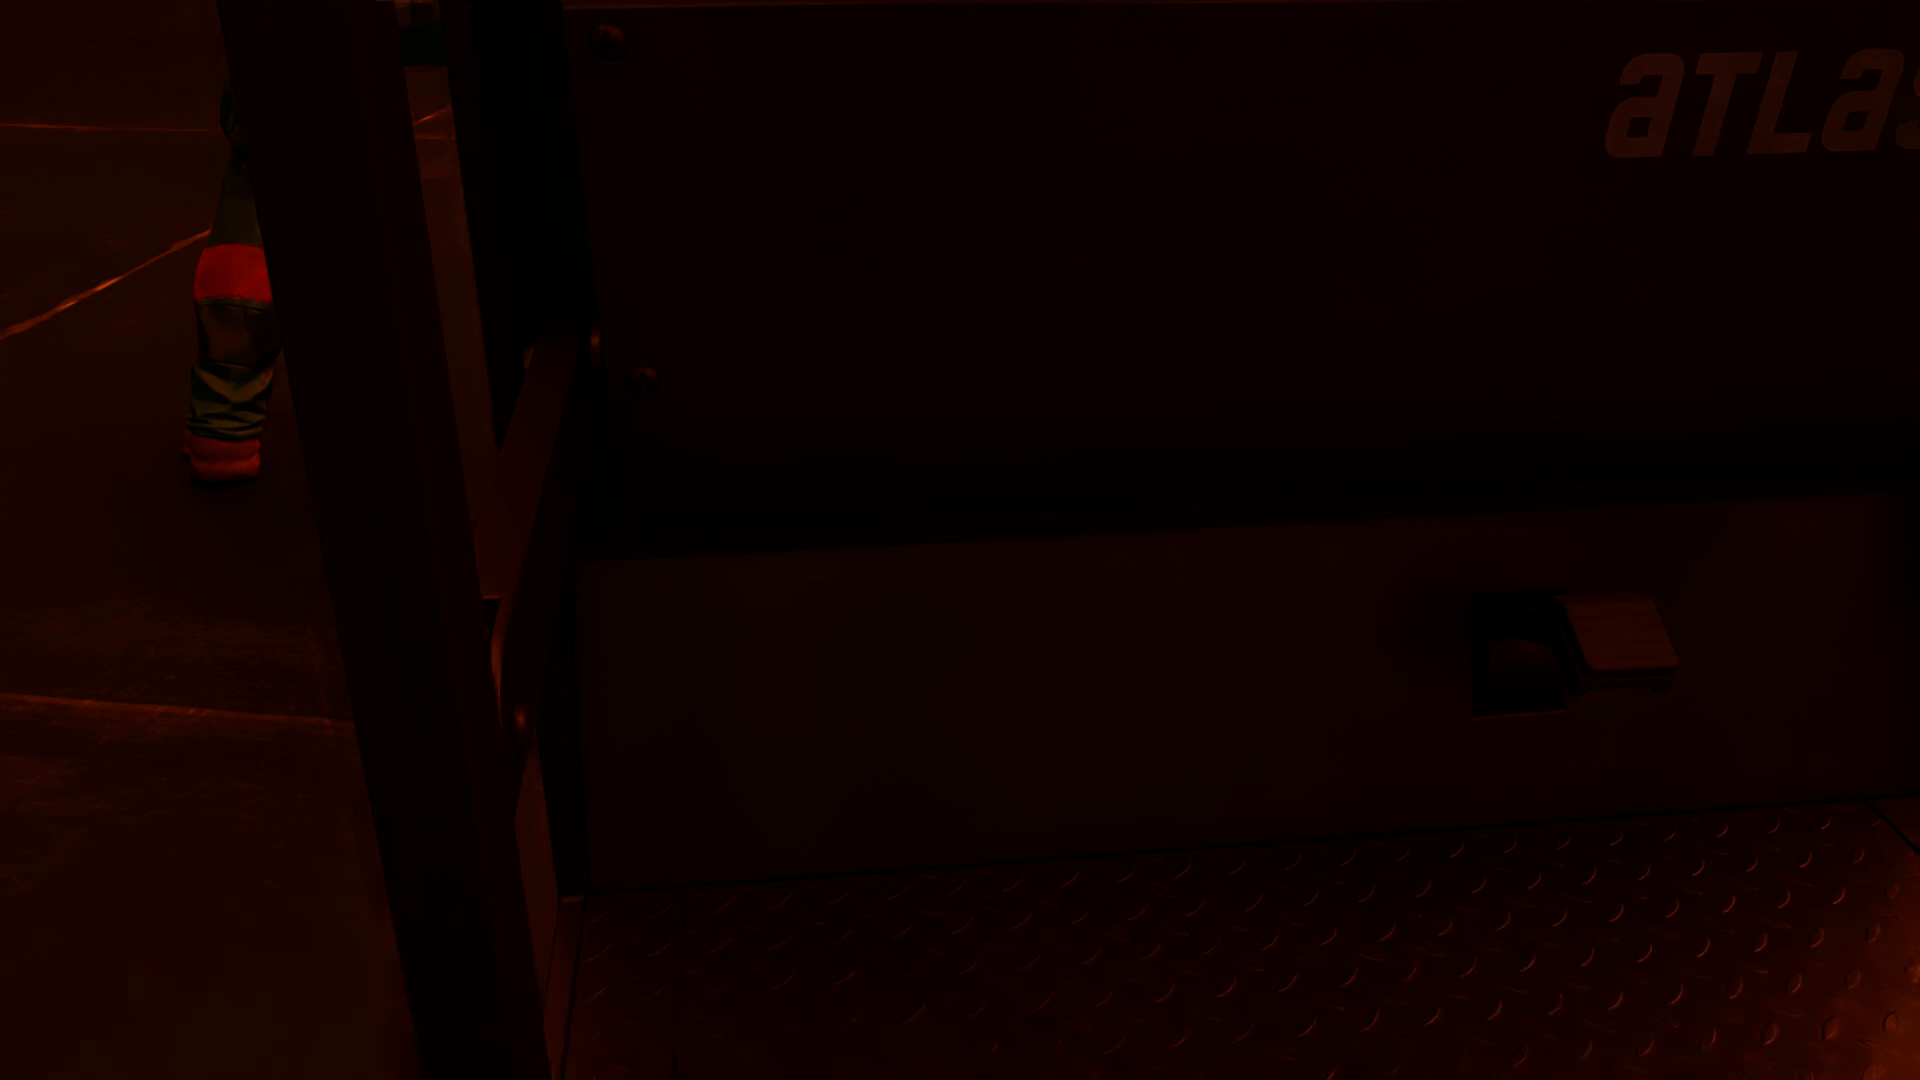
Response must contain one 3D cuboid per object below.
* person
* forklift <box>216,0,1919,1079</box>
[{"bbox_3d":[-0.908,-0.925,2.543,0.994,1.649,0.680,8,28,15],"label":"person"},{"bbox_3d":[0.275,-0.674,0.568,1.130,2.935,3.031,-3,27,-6],"label":"forklift"}]
